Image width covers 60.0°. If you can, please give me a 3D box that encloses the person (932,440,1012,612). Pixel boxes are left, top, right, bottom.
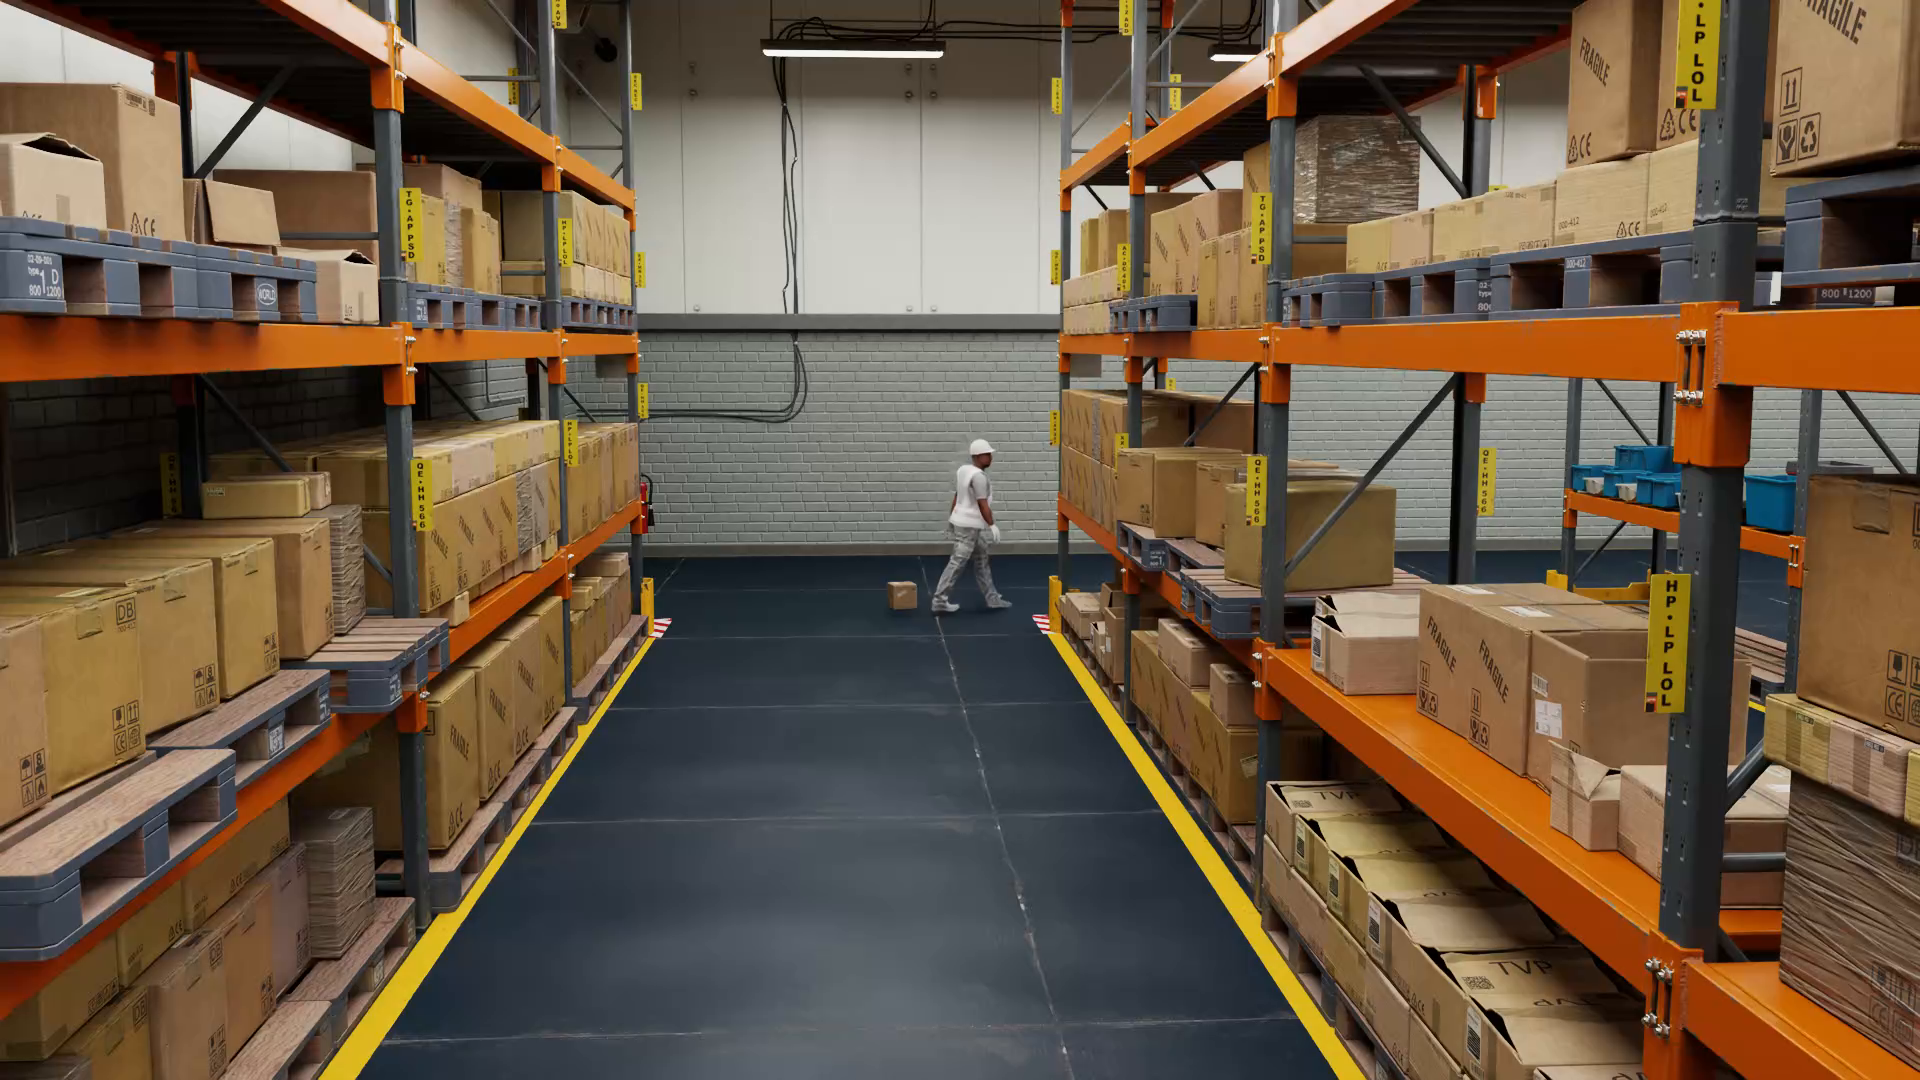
[{"bbox_3d":[0.140,-0.141,16.800,0.892,1.744,0.609,-1,7,-11],"label":"person"}]
